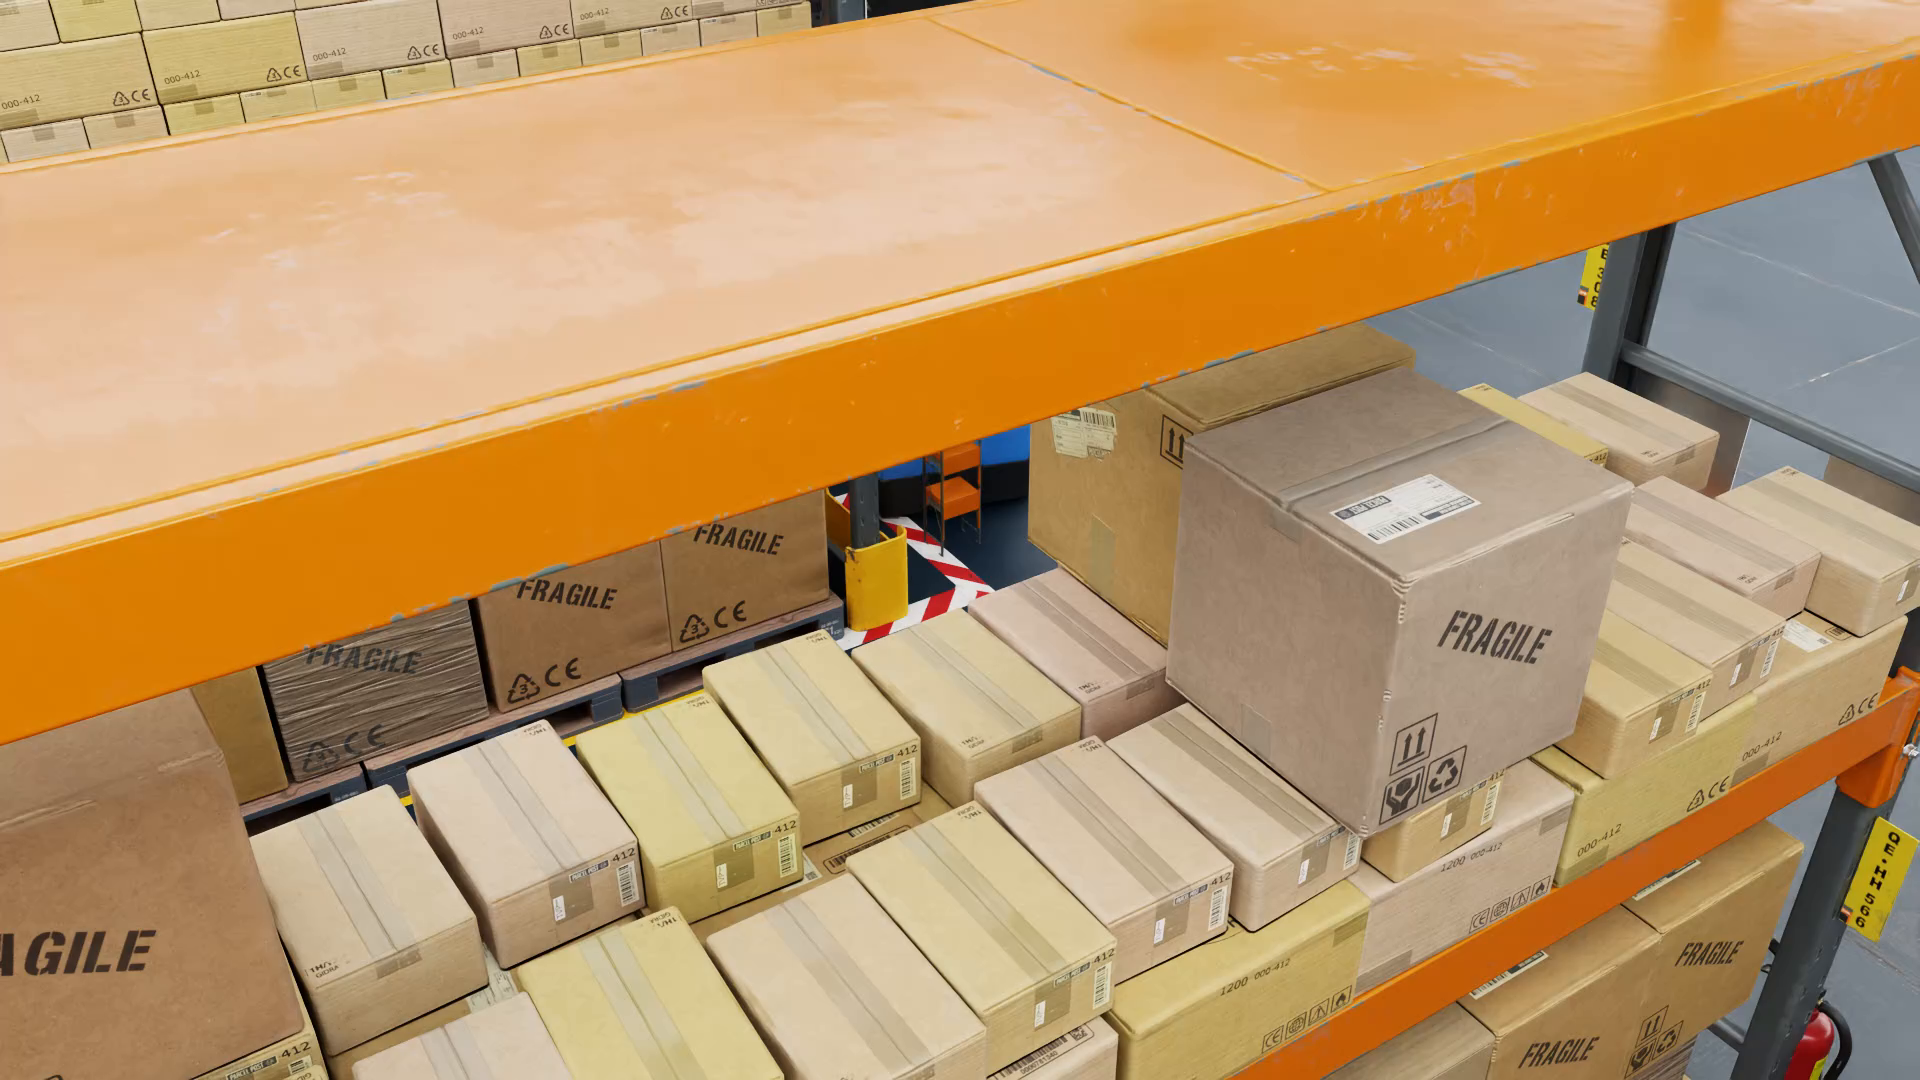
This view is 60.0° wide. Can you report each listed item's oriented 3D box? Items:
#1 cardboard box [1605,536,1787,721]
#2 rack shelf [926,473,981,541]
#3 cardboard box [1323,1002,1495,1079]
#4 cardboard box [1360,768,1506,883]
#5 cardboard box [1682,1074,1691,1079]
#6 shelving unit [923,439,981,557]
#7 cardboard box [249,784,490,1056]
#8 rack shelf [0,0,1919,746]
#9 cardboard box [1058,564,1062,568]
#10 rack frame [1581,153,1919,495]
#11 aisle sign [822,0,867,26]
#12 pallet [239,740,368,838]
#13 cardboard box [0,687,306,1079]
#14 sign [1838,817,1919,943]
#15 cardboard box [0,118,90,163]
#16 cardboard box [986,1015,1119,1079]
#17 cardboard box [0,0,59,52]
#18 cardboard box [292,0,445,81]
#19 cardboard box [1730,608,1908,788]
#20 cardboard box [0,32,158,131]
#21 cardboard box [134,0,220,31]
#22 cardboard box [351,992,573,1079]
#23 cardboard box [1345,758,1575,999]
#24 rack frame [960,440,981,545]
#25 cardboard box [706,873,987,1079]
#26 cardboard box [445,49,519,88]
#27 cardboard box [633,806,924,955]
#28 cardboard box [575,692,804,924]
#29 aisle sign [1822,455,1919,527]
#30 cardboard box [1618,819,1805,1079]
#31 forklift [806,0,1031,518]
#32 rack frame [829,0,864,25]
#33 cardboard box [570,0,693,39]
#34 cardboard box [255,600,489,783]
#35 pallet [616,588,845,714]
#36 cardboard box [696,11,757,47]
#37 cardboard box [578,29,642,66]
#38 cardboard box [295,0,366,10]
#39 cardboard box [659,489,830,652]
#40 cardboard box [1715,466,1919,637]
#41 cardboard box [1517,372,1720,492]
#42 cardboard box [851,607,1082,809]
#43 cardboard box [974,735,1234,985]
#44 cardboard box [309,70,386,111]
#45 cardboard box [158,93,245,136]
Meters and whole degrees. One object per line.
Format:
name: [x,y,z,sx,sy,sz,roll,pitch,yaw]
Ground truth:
cardboard box: [1.356,0.167,3.251,0.250,0.149,0.380,-21,38,-29]
rack shelf: [-0.045,-0.185,9.221,0.240,0.259,0.215,-19,37,-27]
cardboard box: [0.706,1.139,3.444,0.500,0.500,0.500,-19,37,-27]
cardboard box: [0.711,0.389,2.899,0.250,0.149,0.380,-21,38,-30]
cardboard box: [1.745,1.451,4.495,0.250,0.149,0.380,-19,37,-27]
shelving unit: [-0.045,-0.429,9.067,0.252,1.050,0.215,-19,37,-27]
cardboard box: [-0.934,0.581,2.594,0.250,0.149,0.380,-21,38,-30]
rack shelf: [0.192,-0.484,2.381,4.000,0.370,1.077,-19,37,-27]
cardboard box: [0.405,0.133,3.305,0.250,0.149,0.380,-21,38,-29]
rack frame: [1.873,-1.367,3.105,0.127,3.000,1.000,-19,37,-27]
aisle sign: [-0.507,-2.069,7.403,0.004,0.787,0.394,-19,37,-27]
pallet: [-3.410,1.067,7.482,1.213,0.211,1.003,-19,37,-27]
cardboard box: [-1.249,0.434,2.220,0.500,0.500,0.500,-20,37,-29]
sign: [2.157,0.801,3.909,0.005,0.325,0.100,-19,37,-27]
cardboard box: [-3.174,-1.410,5.731,0.250,0.149,0.380,-19,37,-27]
cardboard box: [-0.107,0.812,2.603,0.500,0.250,0.500,-21,38,-29]
cardboard box: [-3.175,-1.747,5.519,0.250,0.149,0.380,-19,37,-28]
cardboard box: [-2.257,-1.933,6.188,0.500,0.250,0.500,-19,37,-27]
cardboard box: [1.605,0.218,3.544,0.500,0.250,0.500,-18,36,-26]
cardboard box: [-3.105,-1.641,5.724,0.500,0.250,0.500,-19,37,-28]
cardboard box: [-2.745,-1.895,5.754,0.250,0.149,0.380,-19,37,-27]
cardboard box: [-0.622,0.820,2.216,0.250,0.149,0.380,-19,37,-27]
cardboard box: [0.752,0.508,3.084,0.500,0.250,0.500,-18,36,-26]
rack frame: [0.058,-0.464,9.123,0.008,1.050,0.200,-19,37,-27]
cardboard box: [-0.168,0.692,2.418,0.250,0.149,0.380,-20,37,-28]
cardboard box: [-1.893,-1.851,6.431,0.250,0.149,0.380,-19,37,-27]
cardboard box: [-0.377,0.576,2.976,0.500,0.250,0.500,-19,37,-28]
cardboard box: [-0.459,0.448,2.805,0.250,0.149,0.380,-18,36,-26]
aisle sign: [2.088,0.187,3.827,0.004,0.787,0.394,-19,37,-27]
cardboard box: [1.545,0.849,3.905,0.500,0.500,0.500,-19,37,-27]
forklift: [-0.430,-2.144,10.024,1.130,2.935,3.031,-9,33,-14]
rack frame: [-0.729,-3.621,6.677,0.127,3.000,1.000,-19,37,-27]
cardboard box: [-1.410,-2.223,6.648,0.500,0.250,0.500,-19,37,-27]
cardboard box: [-2.769,0.381,7.554,0.875,0.875,0.875,-19,37,-27]
pallet: [-1.359,0.362,8.600,1.213,0.211,1.003,-19,37,-27]
cardboard box: [-1.037,-2.145,6.898,0.250,0.149,0.380,-19,37,-27]
cardboard box: [-1.466,-1.998,6.664,0.250,0.149,0.380,-19,37,-27]
cardboard box: [-2.323,-2.039,5.982,0.250,0.149,0.380,-19,37,-27]
cardboard box: [-1.263,-0.137,8.375,0.875,0.875,0.875,-19,37,-27]
cardboard box: [1.809,0.016,3.490,0.250,0.149,0.380,-19,37,-27]
cardboard box: [1.516,-0.228,3.877,0.250,0.149,0.380,-19,37,-28]
cardboard box: [0.007,0.307,3.029,0.250,0.149,0.380,-20,38,-29]
cardboard box: [0.225,0.513,2.702,0.250,0.149,0.380,-18,36,-26]
cardboard box: [-2.323,-1.702,6.195,0.250,0.149,0.380,-18,37,-27]
cardboard box: [-2.747,-1.557,5.966,0.250,0.149,0.380,-20,37,-28]
